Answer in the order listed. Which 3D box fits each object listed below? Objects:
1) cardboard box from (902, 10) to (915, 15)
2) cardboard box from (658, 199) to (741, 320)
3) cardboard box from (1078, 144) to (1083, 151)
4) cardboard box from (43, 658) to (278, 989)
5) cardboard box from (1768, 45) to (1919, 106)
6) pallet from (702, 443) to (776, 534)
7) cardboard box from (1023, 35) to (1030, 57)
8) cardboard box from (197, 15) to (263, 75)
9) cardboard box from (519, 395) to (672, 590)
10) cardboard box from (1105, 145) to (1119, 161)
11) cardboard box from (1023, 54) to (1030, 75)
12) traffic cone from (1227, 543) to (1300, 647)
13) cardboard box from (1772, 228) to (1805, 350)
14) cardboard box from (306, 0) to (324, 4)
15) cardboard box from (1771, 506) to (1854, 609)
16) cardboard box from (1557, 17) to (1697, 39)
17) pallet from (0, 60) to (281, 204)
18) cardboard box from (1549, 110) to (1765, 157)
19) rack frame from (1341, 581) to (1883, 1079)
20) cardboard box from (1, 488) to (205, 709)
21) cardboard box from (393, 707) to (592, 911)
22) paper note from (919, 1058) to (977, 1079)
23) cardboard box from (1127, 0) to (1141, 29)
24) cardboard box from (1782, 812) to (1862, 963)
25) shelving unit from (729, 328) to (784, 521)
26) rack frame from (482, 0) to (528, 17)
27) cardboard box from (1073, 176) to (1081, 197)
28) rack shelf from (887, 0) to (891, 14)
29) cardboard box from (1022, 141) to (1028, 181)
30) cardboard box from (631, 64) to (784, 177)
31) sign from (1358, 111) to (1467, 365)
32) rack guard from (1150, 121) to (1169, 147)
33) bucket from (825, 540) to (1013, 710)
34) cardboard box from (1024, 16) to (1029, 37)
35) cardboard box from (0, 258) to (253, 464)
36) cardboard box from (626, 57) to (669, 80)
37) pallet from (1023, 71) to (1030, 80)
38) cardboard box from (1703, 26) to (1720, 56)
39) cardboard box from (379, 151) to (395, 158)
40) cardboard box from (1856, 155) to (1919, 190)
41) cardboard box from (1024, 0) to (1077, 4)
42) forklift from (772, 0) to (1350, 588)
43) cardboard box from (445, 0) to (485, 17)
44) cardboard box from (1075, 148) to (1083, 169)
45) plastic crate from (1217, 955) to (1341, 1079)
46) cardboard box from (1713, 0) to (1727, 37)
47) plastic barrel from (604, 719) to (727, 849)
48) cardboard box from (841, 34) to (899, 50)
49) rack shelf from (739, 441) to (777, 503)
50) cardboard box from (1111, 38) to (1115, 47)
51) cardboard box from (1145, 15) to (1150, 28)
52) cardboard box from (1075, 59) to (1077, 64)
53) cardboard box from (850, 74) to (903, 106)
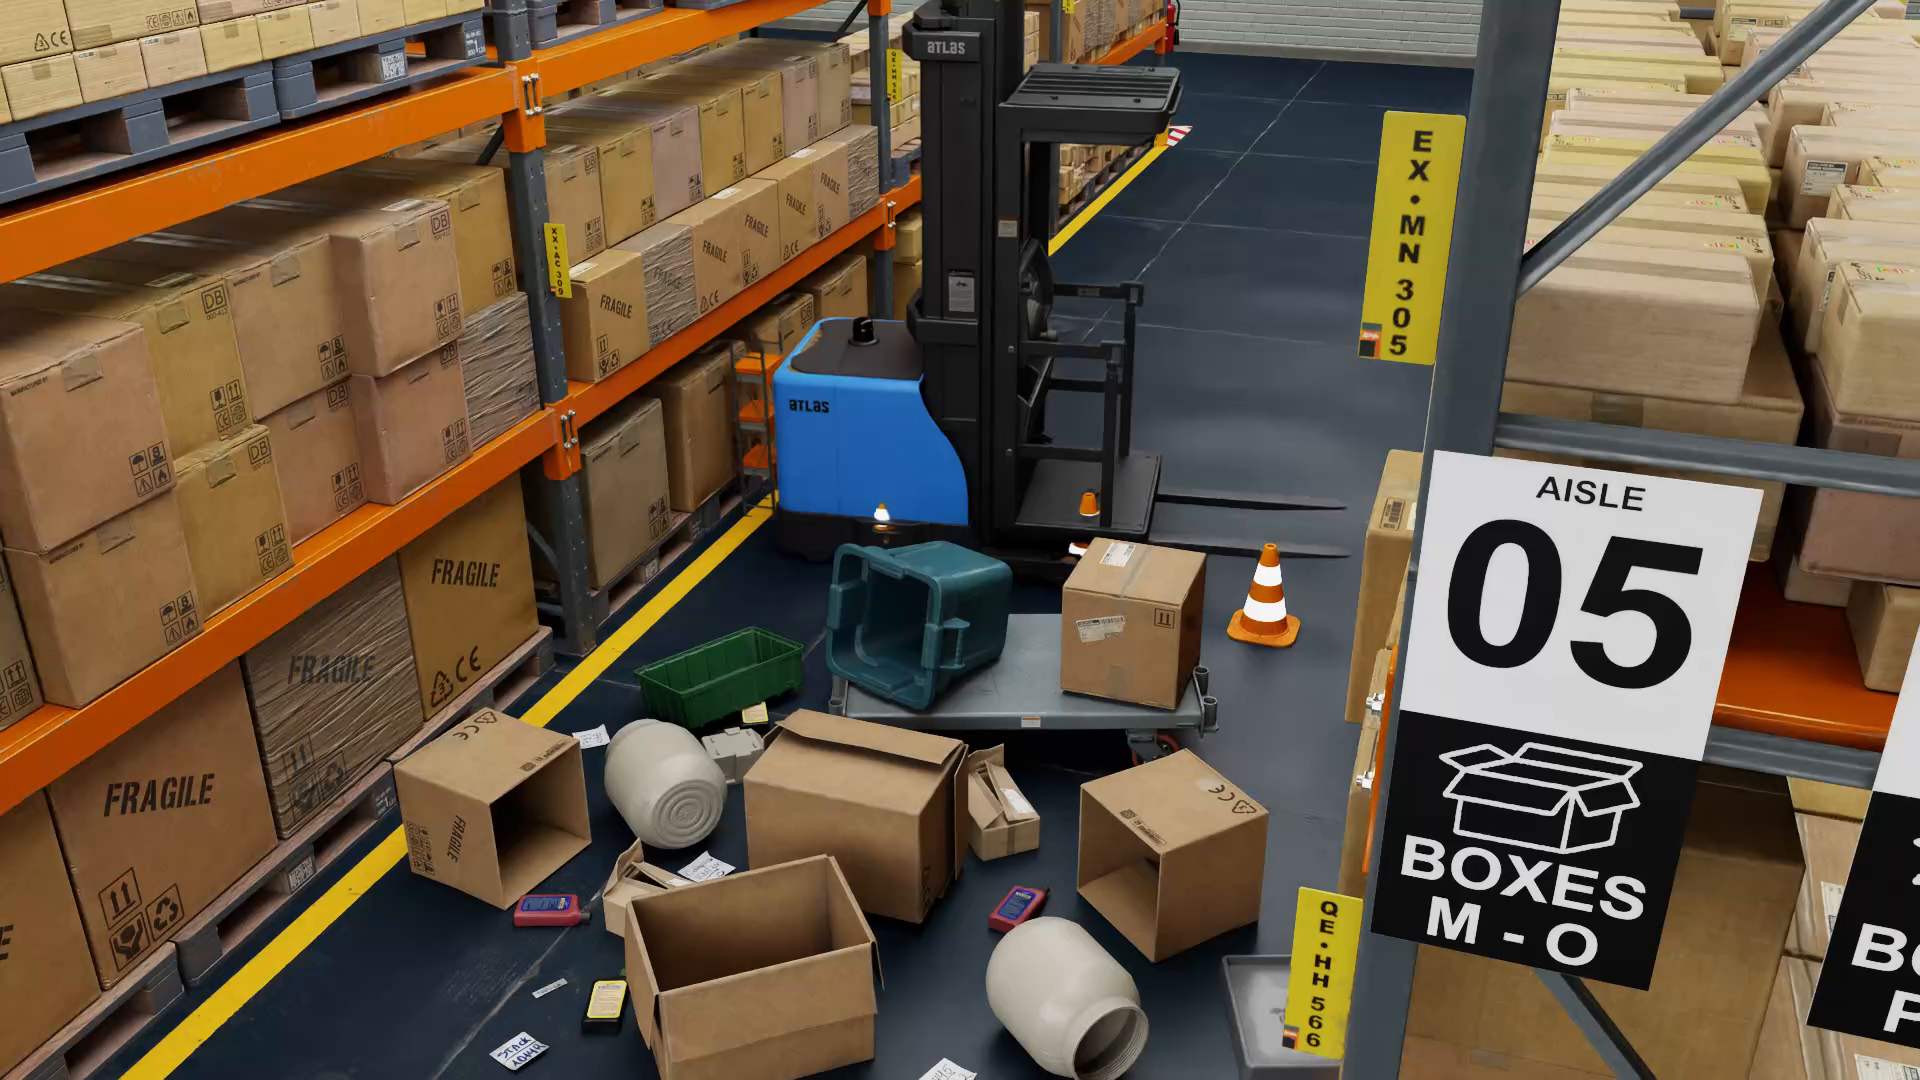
[{"bbox_3d":[-0.262,-4.289,13.790,0.380,0.149,0.250,10,27,19],"label":"cardboard box"},{"bbox_3d":[-1.508,-1.503,8.798,0.500,0.500,0.500,9,27,17],"label":"cardboard box"},{"bbox_3d":[0.950,-3.767,15.695,0.380,0.149,0.250,8,27,16],"label":"cardboard box"},{"bbox_3d":[-3.150,0.893,5.921,0.875,0.875,0.875,8,27,17],"label":"cardboard box"},{"bbox_3d":[2.161,-1.083,3.976,0.380,0.149,0.250,9,27,18],"label":"cardboard box"},{"bbox_3d":[-1.683,-0.444,9.925,1.003,0.211,1.213,9,27,17],"label":"pallet"},{"bbox_3d":[0.357,-4.065,13.669,0.380,0.149,0.250,9,27,18],"label":"cardboard box"},{"bbox_3d":[-2.515,-1.620,5.403,0.380,0.149,0.250,8,27,17],"label":"cardboard box"},{"bbox_3d":[-2.151,-0.313,8.554,1.050,0.750,0.750,9,27,17],"label":"cardboard box"},{"bbox_3d":[1.377,-3.916,16.685,0.380,0.149,0.250,9,27,18],"label":"cardboard box"},{"bbox_3d":[0.358,-3.933,13.738,0.380,0.149,0.250,9,27,18],"label":"cardboard box"},{"bbox_3d":[1.521,0.237,8.229,0.336,0.463,0.334,9,27,17],"label":"traffic cone"},{"bbox_3d":[1.693,-0.338,2.895,0.500,0.250,0.500,8,27,17],"label":"cardboard box"},{"bbox_3d":[-2.363,-2.072,5.878,0.500,0.250,0.500,9,27,17],"label":"cardboard box"},{"bbox_3d":[1.517,0.005,2.645,0.380,0.149,0.250,8,27,16],"label":"cardboard box"},{"bbox_3d":[1.713,-1.274,4.371,0.380,0.149,0.250,8,27,16],"label":"cardboard box"},{"bbox_3d":[-2.962,-1.344,5.244,1.003,0.211,1.213,9,27,17],"label":"pallet"},{"bbox_3d":[1.343,-0.730,3.247,0.380,0.149,0.250,9,27,17],"label":"cardboard box"},{"bbox_3d":[1.098,1.452,2.810,1.000,3.000,0.127,9,27,17],"label":"rack frame"},{"bbox_3d":[-3.056,0.108,5.413,0.875,0.550,0.550,9,27,17],"label":"cardboard box"},{"bbox_3d":[-1.822,1.042,6.521,0.500,0.500,0.500,14,29,26],"label":"cardboard box"},{"bbox_3d":[-0.041,1.789,5.534,0.148,0.019,0.142,20,32,35],"label":"paper note"},{"bbox_3d":[1.478,-5.336,16.373,0.500,0.500,0.500,9,27,18],"label":"cardboard box"},{"bbox_3d":[1.686,0.905,3.482,0.500,0.500,0.500,10,27,19],"label":"cardboard box"},{"bbox_3d":[-1.113,-0.646,9.370,0.215,1.050,0.252,8,28,17],"label":"shelving unit"},{"bbox_3d":[-2.273,-3.568,6.294,1.000,3.000,0.127,9,27,17],"label":"rack frame"},{"bbox_3d":[0.902,-3.274,15.360,0.380,0.149,0.250,10,27,19],"label":"cardboard box"},{"bbox_3d":[-0.276,-4.360,12.197,1.077,0.370,4.000,9,27,17],"label":"rack shelf"},{"bbox_3d":[0.380,-3.215,13.973,0.500,0.250,0.500,8,27,16],"label":"cardboard box"},{"bbox_3d":[-1.436,-2.405,9.513,0.700,0.500,0.500,8,27,17],"label":"cardboard box"},{"bbox_3d":[0.581,-0.386,2.146,0.100,0.325,0.005,9,27,17],"label":"sign"},{"bbox_3d":[1.695,-4.643,18.267,1.175,0.500,0.348,9,27,17],"label":"rack guard"},{"bbox_3d":[-0.144,0.311,7.177,0.726,0.611,0.620,20,22,35],"label":"bucket"},{"bbox_3d":[0.351,-4.196,13.597,0.380,0.149,0.250,8,27,16],"label":"cardboard box"},{"bbox_3d":[-2.980,-0.611,5.660,0.875,0.550,0.500,9,27,17],"label":"cardboard box"},{"bbox_3d":[-3.660,-4.779,17.634,0.875,0.875,0.875,9,27,17],"label":"cardboard box"},{"bbox_3d":[-0.002,-3.777,13.828,1.003,0.211,1.213,9,27,17],"label":"pallet"},{"bbox_3d":[2.535,-1.387,5.062,0.500,0.250,0.500,8,27,17],"label":"cardboard box"},{"bbox_3d":[-5.336,-2.786,13.519,1.225,0.875,0.875,7,27,15],"label":"cardboard box"},{"bbox_3d":[1.772,-0.553,2.881,0.380,0.149,0.250,9,27,17],"label":"cardboard box"},{"bbox_3d":[0.769,-4.935,14.397,0.500,0.500,0.500,9,27,19],"label":"cardboard box"},{"bbox_3d":[0.580,-1.298,8.568,3.031,2.935,1.130,5,26,9],"label":"forklift"},{"bbox_3d":[-2.092,-2.143,6.484,0.380,0.149,0.250,9,27,17],"label":"cardboard box"},{"bbox_3d":[0.951,-3.631,15.756,0.380,0.149,0.250,7,27,15],"label":"cardboard box"},{"bbox_3d":[1.133,1.648,5.754,0.402,0.080,0.583,0,26,-1],"label":"plastic crate"},{"bbox_3d":[2.529,-1.626,5.098,0.380,0.149,0.250,9,27,19],"label":"cardboard box"},{"bbox_3d":[-1.204,0.980,6.740,0.421,0.421,0.512,-14,29,-27],"label":"plastic barrel"},{"bbox_3d":[-0.691,-3.762,12.701,0.380,0.149,0.250,10,27,19],"label":"cardboard box"},{"bbox_3d":[-1.108,-0.389,9.501,0.215,0.259,0.240,8,28,17],"label":"rack shelf"},{"bbox_3d":[1.294,-4.884,16.183,0.380,0.149,0.250,9,27,18],"label":"cardboard box"},{"bbox_3d":[1.760,-5.415,17.280,0.380,0.149,0.250,9,27,17],"label":"cardboard box"},{"bbox_3d":[0.847,-4.346,15.072,0.380,0.149,0.250,8,27,15],"label":"cardboard box"},{"bbox_3d":[-0.604,-3.019,11.168,0.380,0.149,0.250,9,27,18],"label":"cardboard box"}]
